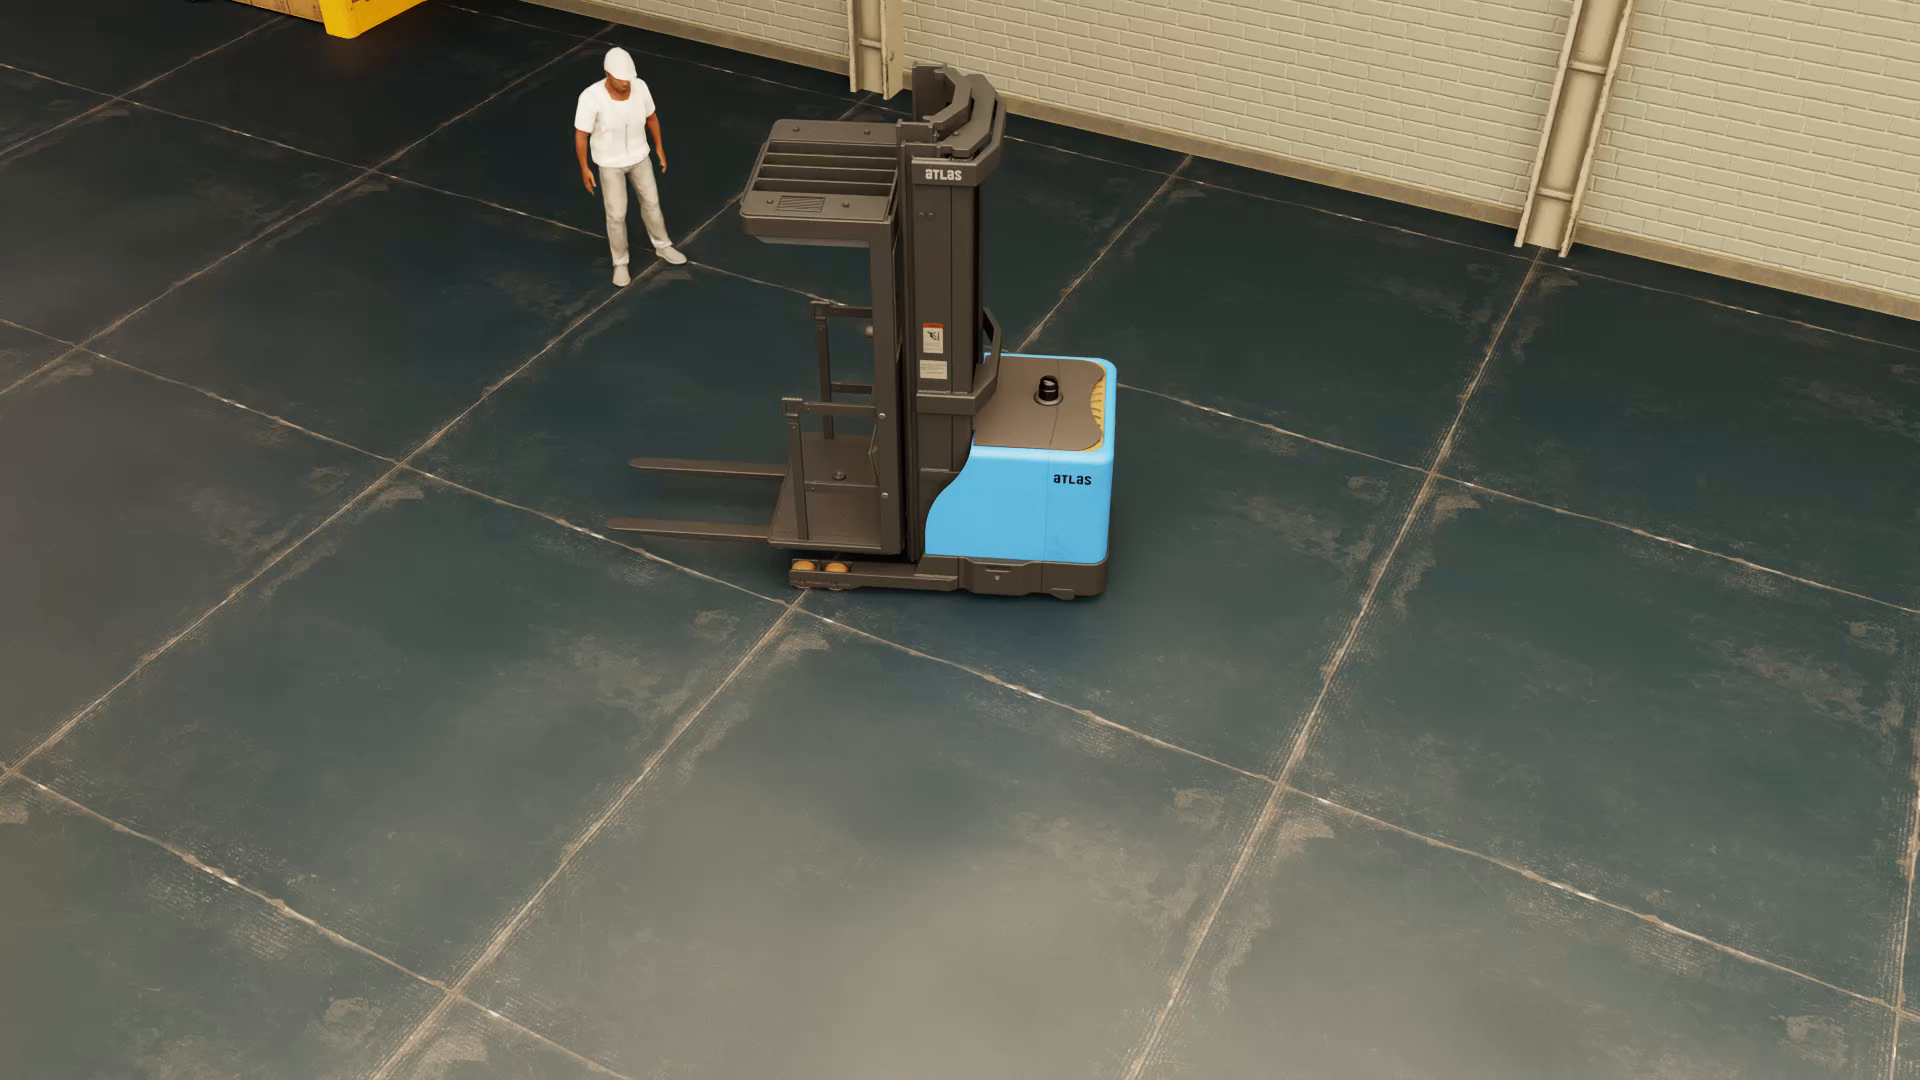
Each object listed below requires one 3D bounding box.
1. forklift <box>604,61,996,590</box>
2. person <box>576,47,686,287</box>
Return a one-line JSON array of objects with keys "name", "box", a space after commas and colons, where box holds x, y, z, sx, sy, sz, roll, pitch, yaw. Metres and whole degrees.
[{"name": "forklift", "box": [-0.606, -1.160, 9.363, 3.031, 2.935, 1.121, 3, 40, 4]}, {"name": "person", "box": [-2.448, -2.768, 12.180, 0.679, 1.765, 0.462, -24, 46, -26]}]
